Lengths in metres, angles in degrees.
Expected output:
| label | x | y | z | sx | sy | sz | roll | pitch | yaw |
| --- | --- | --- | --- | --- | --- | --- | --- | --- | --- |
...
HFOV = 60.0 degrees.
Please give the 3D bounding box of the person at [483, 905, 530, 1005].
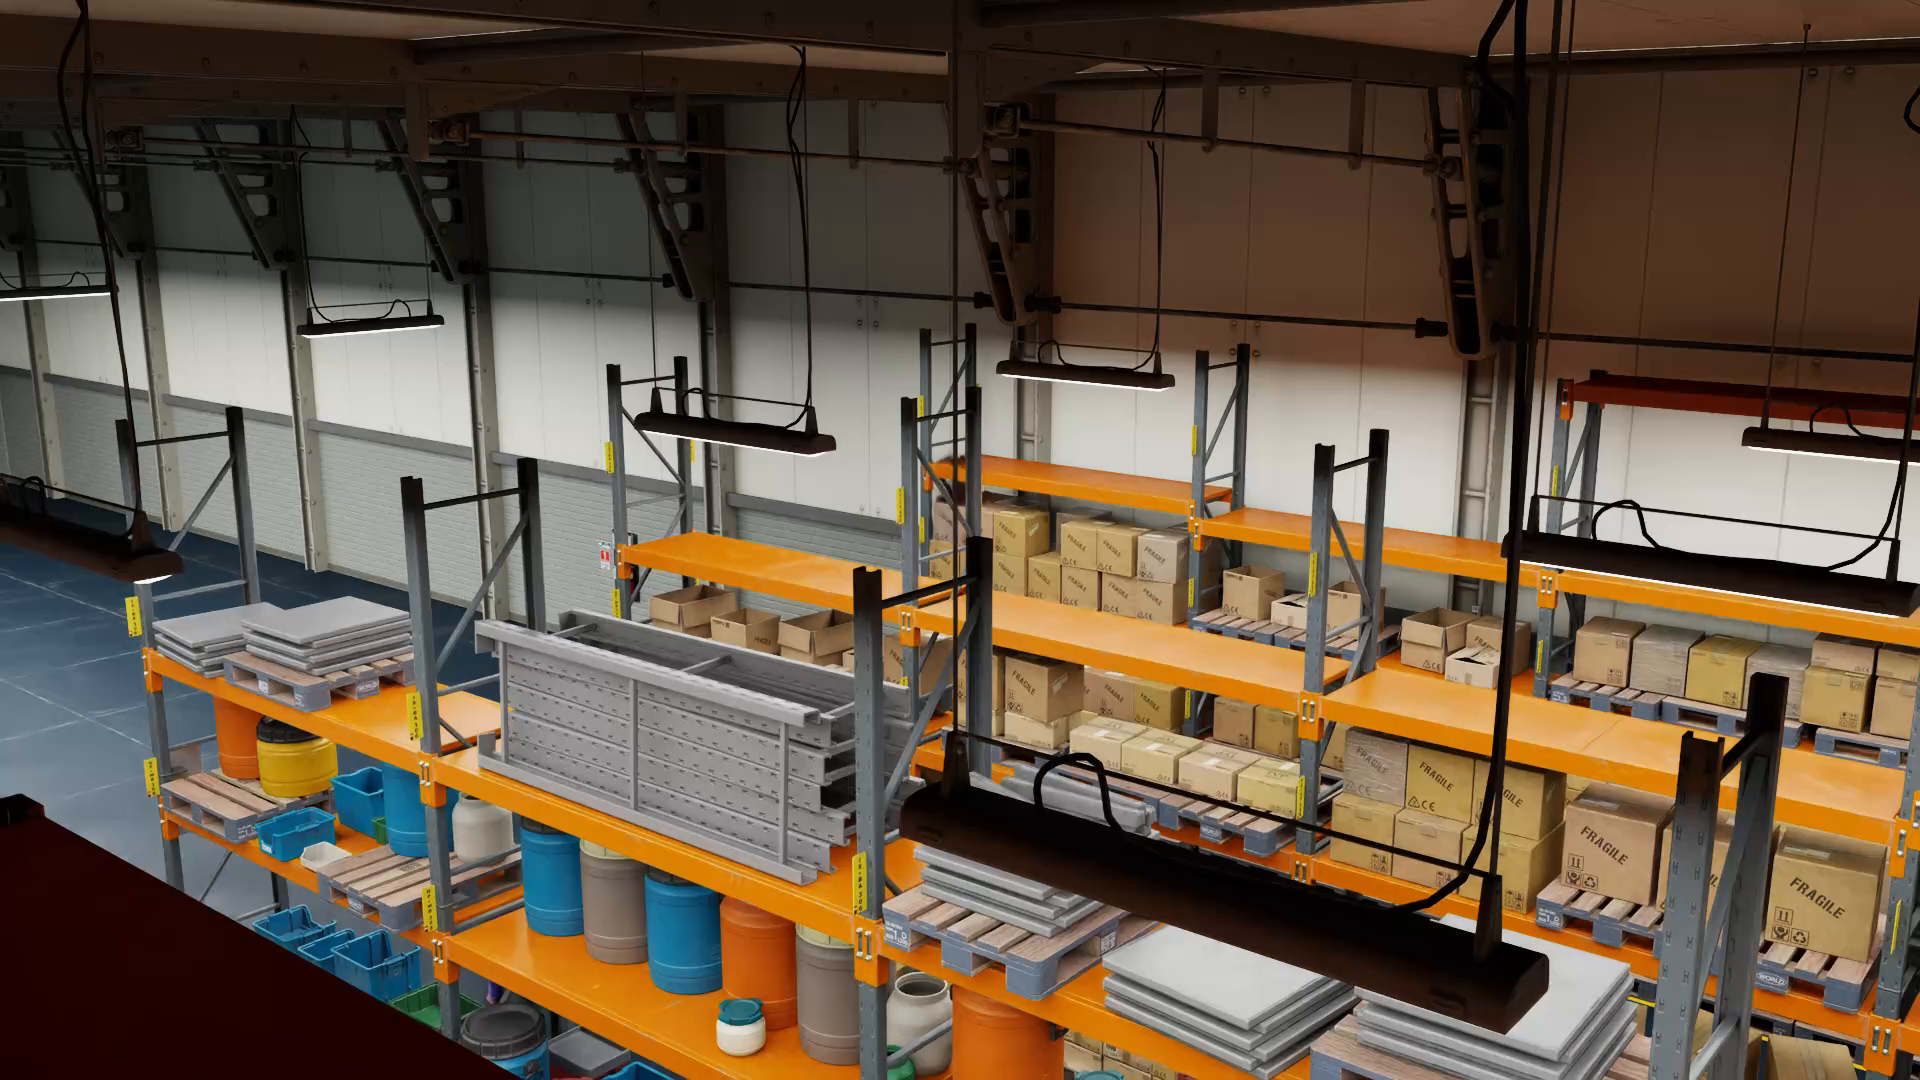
| label | x | y | z | sx | sy | sz | roll | pitch | yaw |
| --- | --- | --- | --- | --- | --- | --- | --- | --- | --- |
| person | -4.397 | 3.702 | 16.107 | 0.513 | 1.655 | 0.359 | -3 | 13 | -13 |
